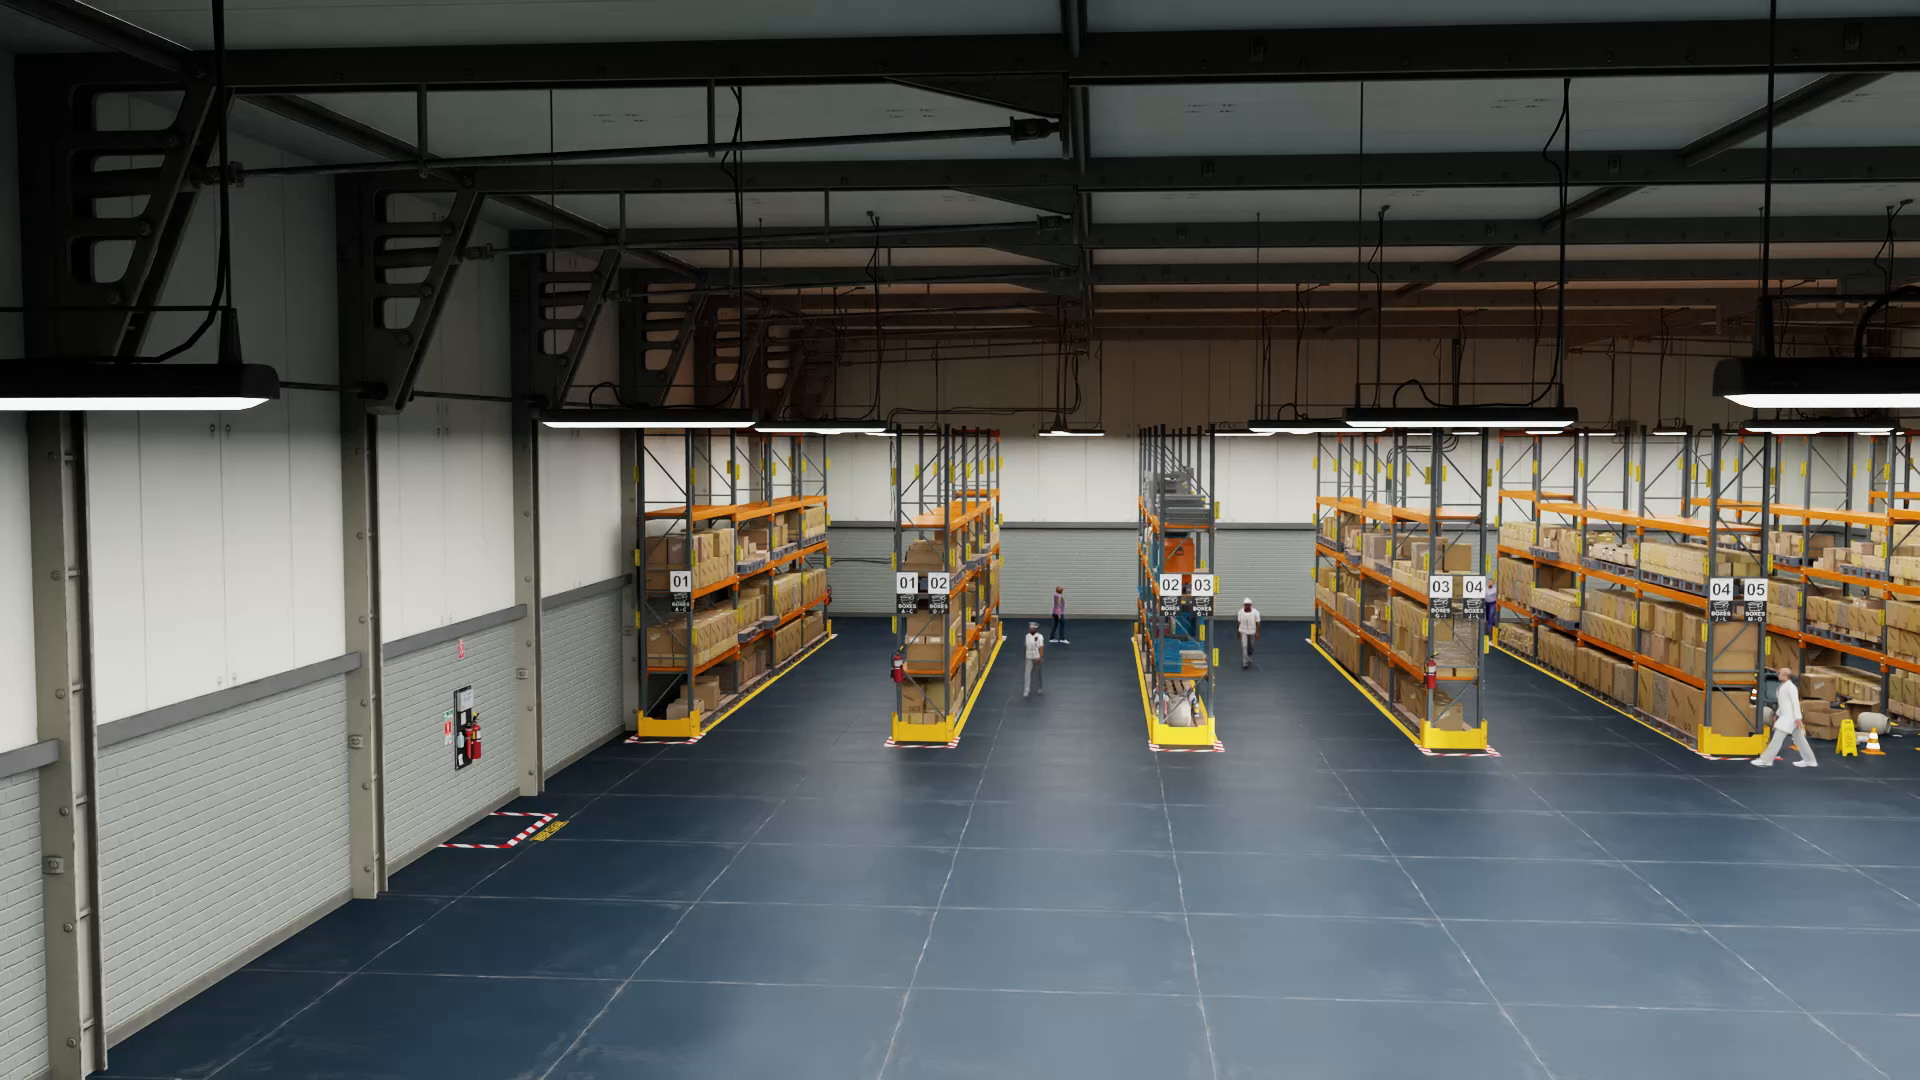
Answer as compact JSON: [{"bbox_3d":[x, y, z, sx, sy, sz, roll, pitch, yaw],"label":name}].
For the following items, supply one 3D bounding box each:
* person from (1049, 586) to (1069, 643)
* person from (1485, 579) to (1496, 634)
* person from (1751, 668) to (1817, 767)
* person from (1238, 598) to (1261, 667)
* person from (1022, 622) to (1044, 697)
[{"bbox_3d":[2.772,2.098,46.669,0.561,1.617,0.459,-1,4,-20],"label":"person"},{"bbox_3d":[15.645,1.928,49.013,0.510,1.589,1.044,2,4,35],"label":"person"},{"bbox_3d":[14.340,3.073,28.913,1.067,1.717,0.628,1,4,20],"label":"person"},{"bbox_3d":[7.273,2.310,41.871,0.541,1.725,0.979,0,3,2],"label":"person"},{"bbox_3d":[1.629,2.635,36.891,0.463,1.637,0.922,1,4,20],"label":"person"}]
